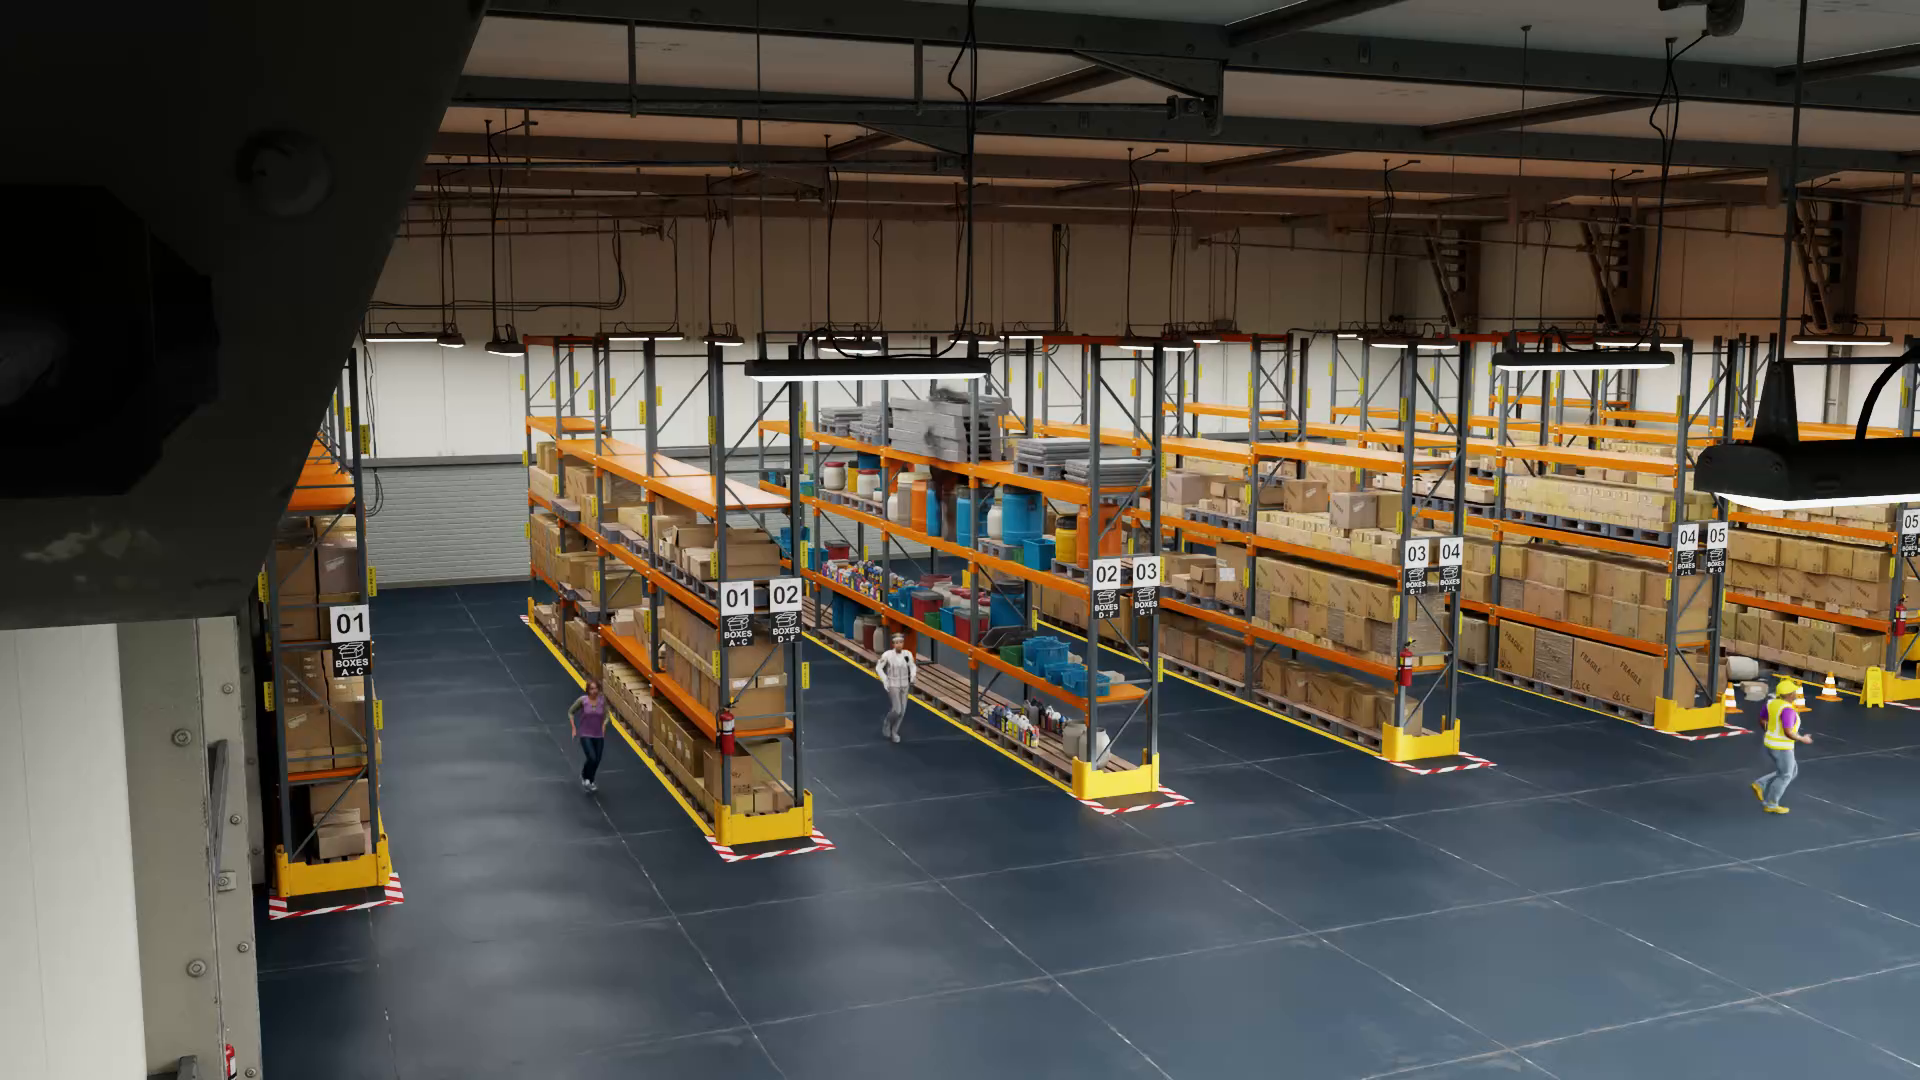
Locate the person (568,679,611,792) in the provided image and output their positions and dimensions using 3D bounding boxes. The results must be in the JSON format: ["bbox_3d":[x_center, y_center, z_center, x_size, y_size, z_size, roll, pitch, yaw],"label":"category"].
[{"bbox_3d":[-4.893,2.615,22.102,0.508,1.554,0.690,-5,9,-31],"label":"person"}]

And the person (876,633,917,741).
[{"bbox_3d":[-0.904,2.205,24.896,0.599,1.666,0.543,-3,8,-21],"label":"person"}]

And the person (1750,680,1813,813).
[{"bbox_3d":[10.545,2.652,21.312,0.612,1.732,0.683,1,8,7],"label":"person"}]

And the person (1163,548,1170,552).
[{"bbox_3d":[4.246,0.965,34.437,0.616,1.632,0.599,-4,9,-29],"label":"person"}]
